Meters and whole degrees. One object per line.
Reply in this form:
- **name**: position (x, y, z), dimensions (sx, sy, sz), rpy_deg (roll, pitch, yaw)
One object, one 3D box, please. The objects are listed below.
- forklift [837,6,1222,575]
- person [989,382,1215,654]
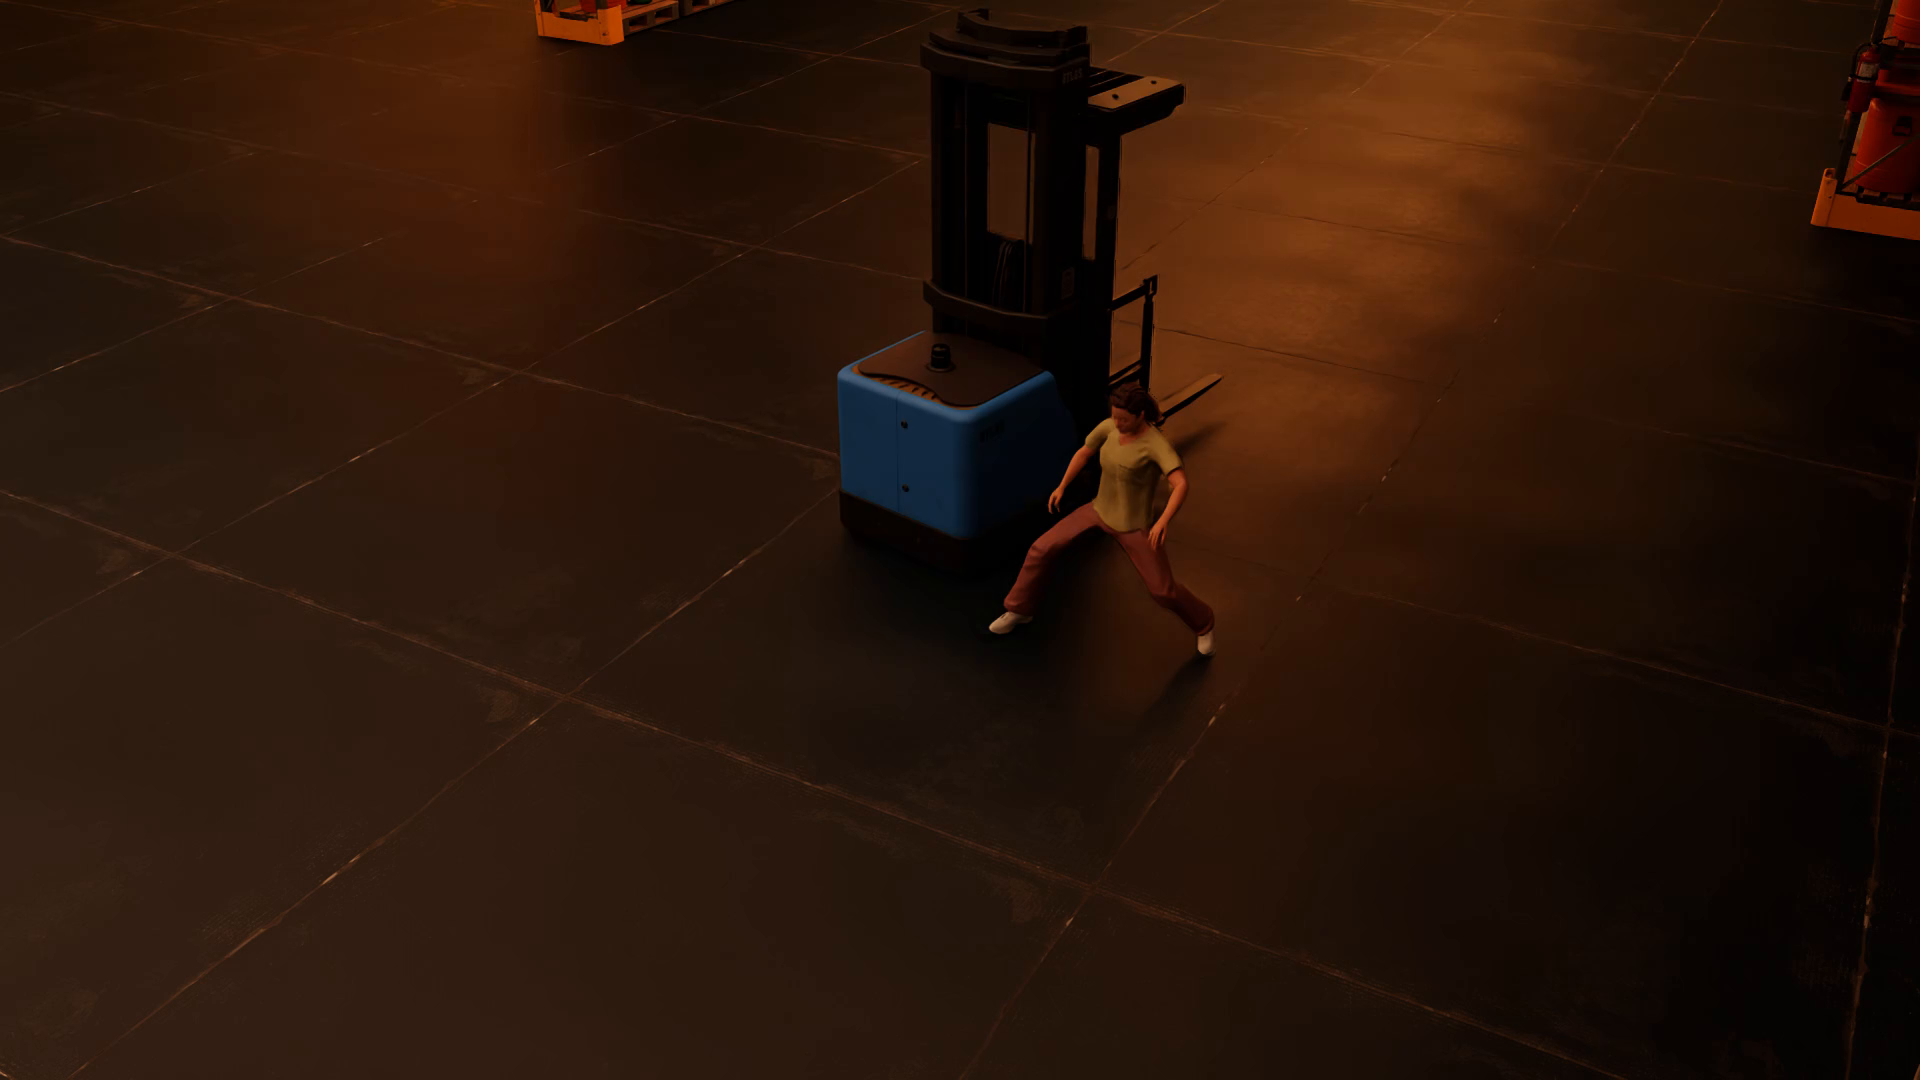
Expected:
- **forklift**: position (0.600, -1.734, 10.075), dimensions (1.130, 2.935, 3.031), rpy_deg (22, 37, 33)
- **person**: position (0.810, -0.106, 8.723), dimensions (0.961, 1.516, 0.982), rpy_deg (-26, 39, -38)
